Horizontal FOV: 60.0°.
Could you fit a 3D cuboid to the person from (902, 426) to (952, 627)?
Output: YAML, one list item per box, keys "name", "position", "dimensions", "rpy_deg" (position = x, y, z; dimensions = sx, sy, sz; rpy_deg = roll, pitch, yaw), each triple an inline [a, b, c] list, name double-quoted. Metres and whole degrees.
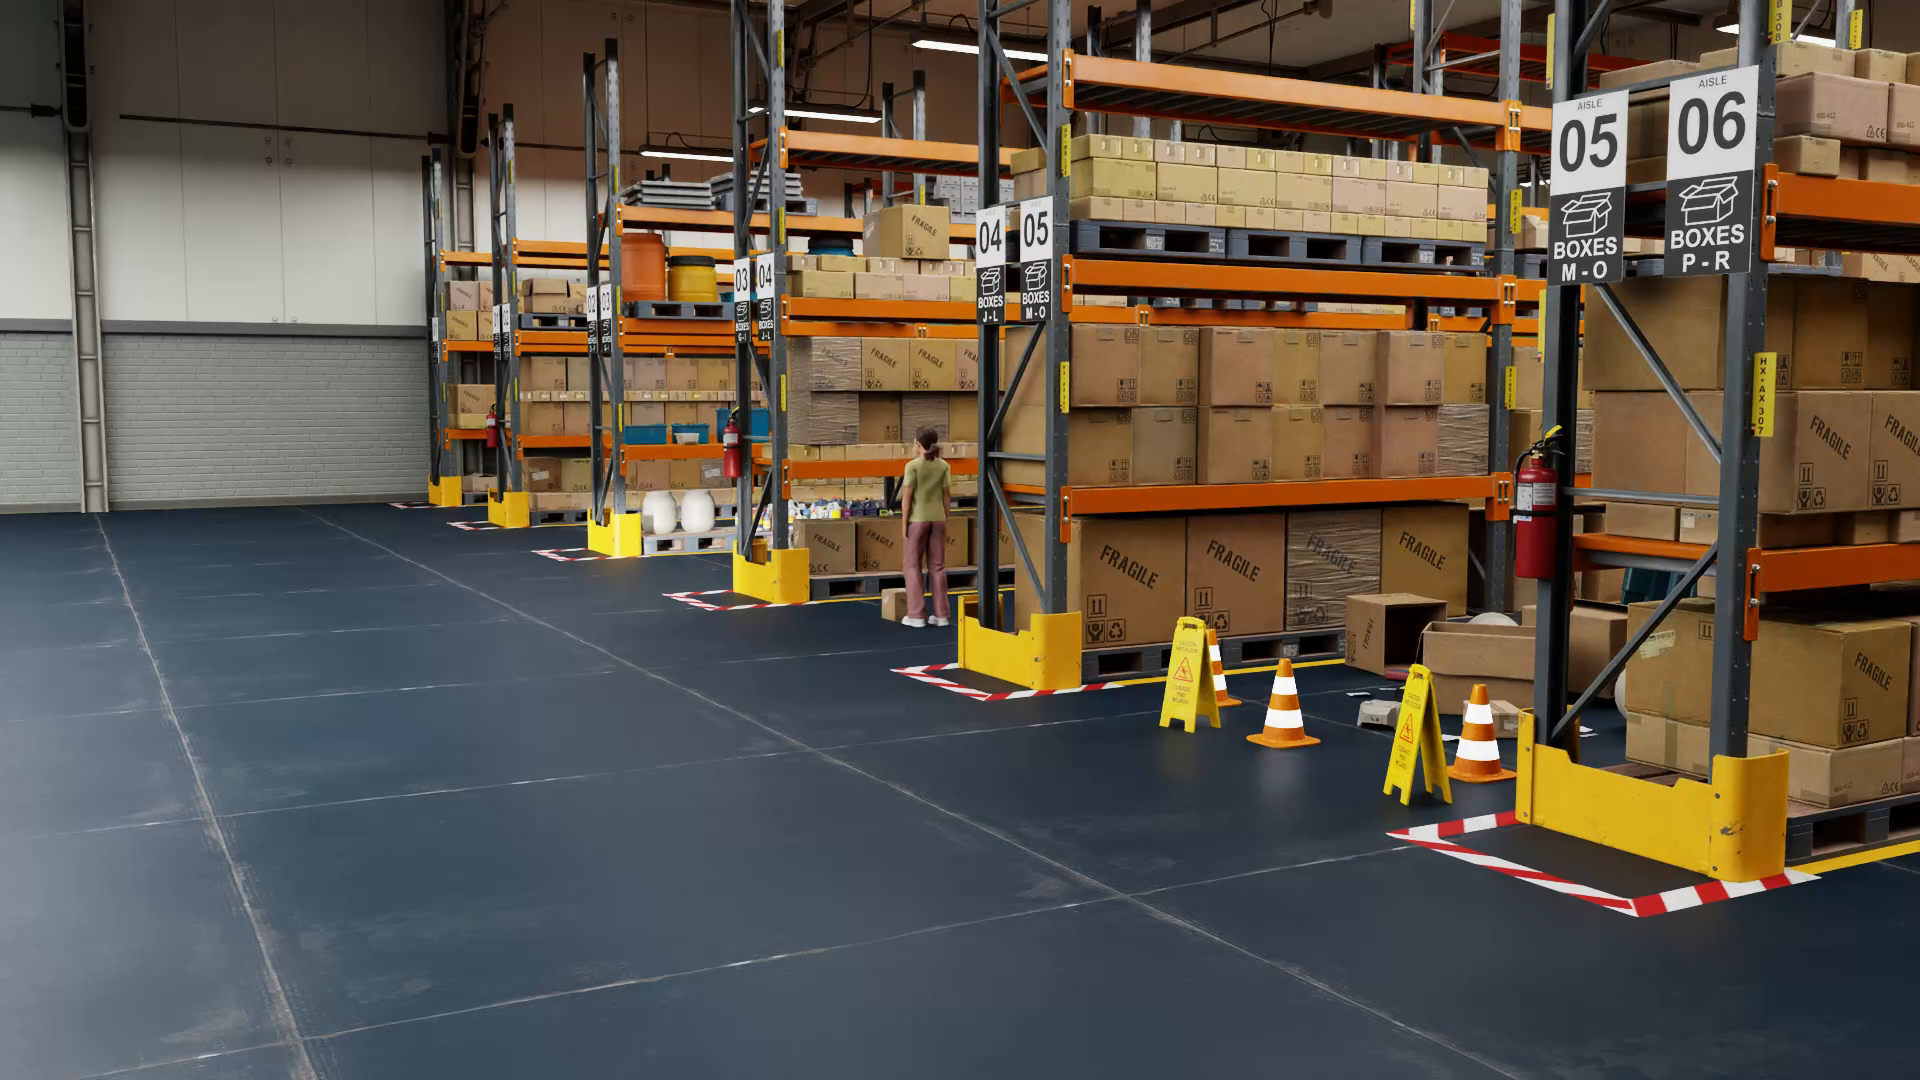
- name: "person"
  position: [-0.288, -0.114, 13.786]
  dimensions: [0.441, 1.668, 0.370]
  rpy_deg: [-3, 6, -27]
